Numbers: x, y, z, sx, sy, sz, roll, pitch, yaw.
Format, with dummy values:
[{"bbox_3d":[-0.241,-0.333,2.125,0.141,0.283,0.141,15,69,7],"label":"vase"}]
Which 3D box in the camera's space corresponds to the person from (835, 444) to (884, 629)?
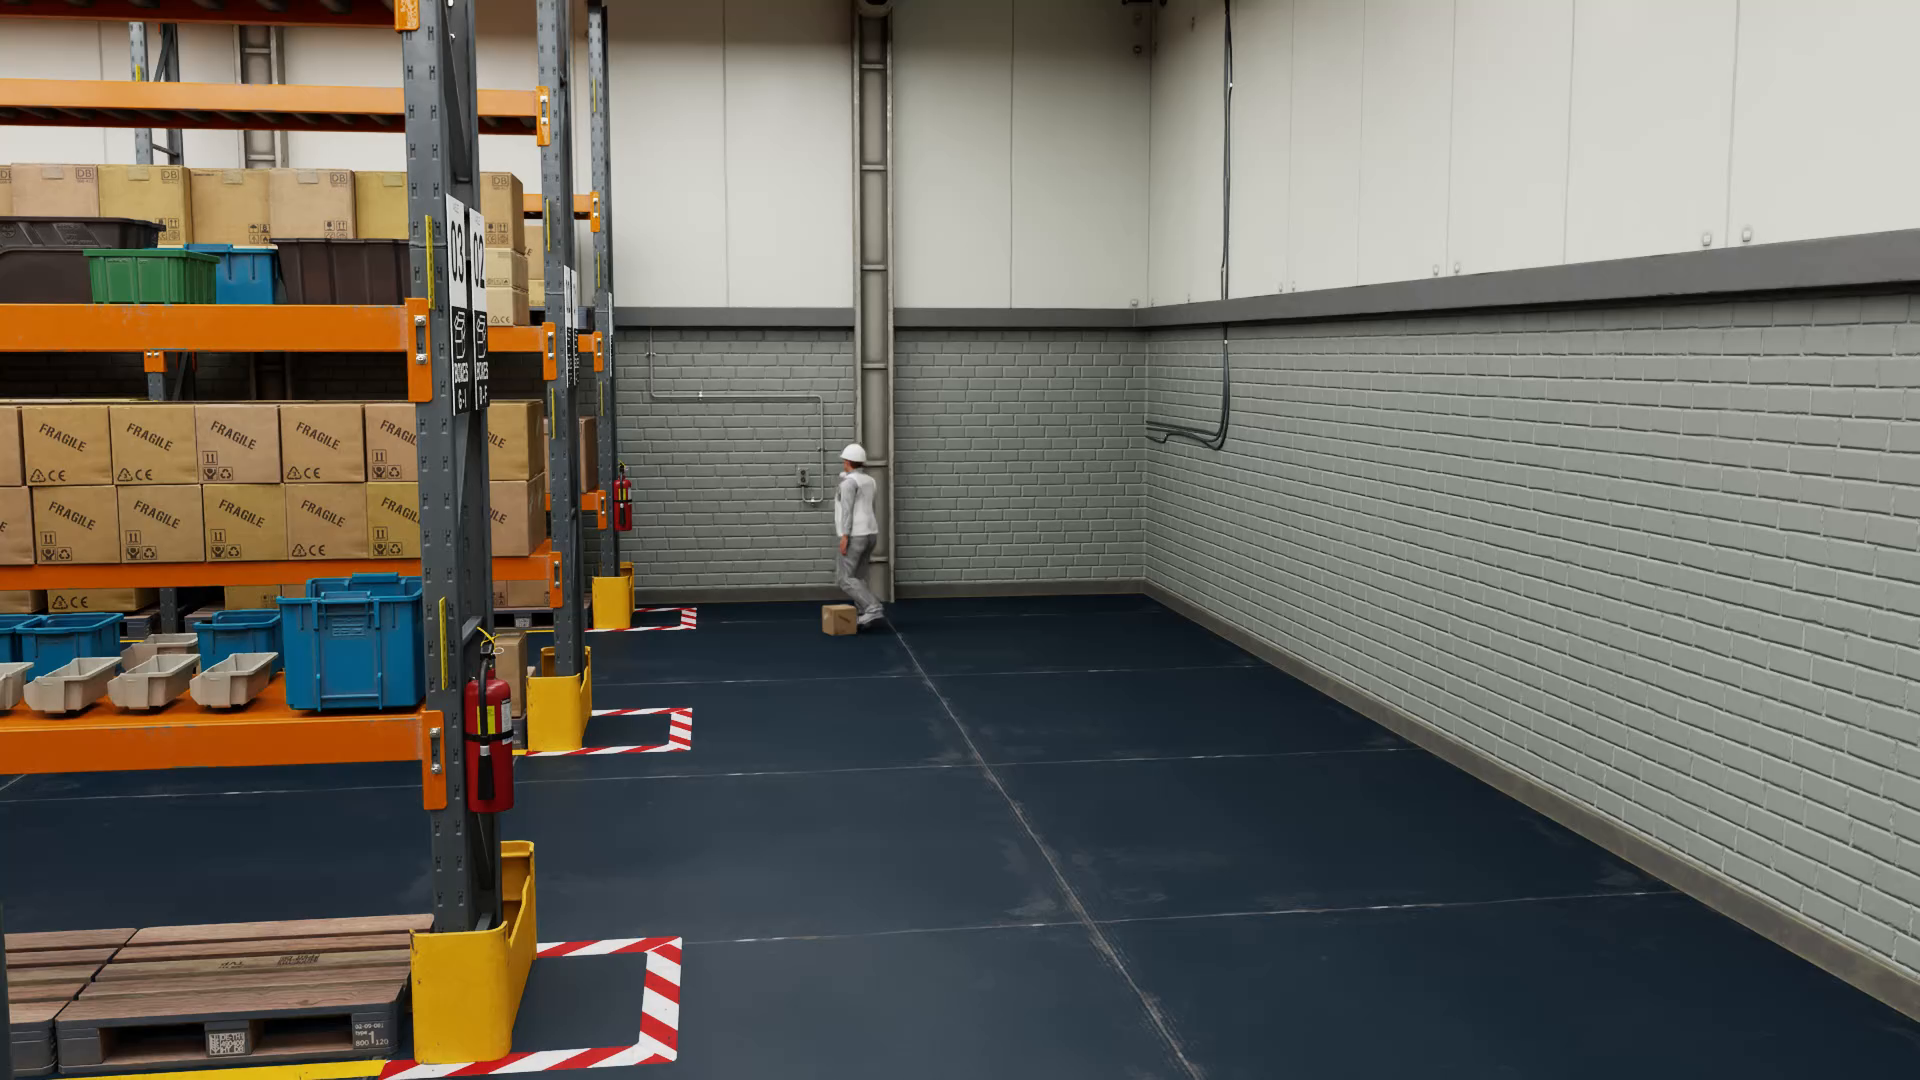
[{"bbox_3d":[-0.928,-0.029,15.839,0.567,1.765,0.575,3,7,26],"label":"person"}]
